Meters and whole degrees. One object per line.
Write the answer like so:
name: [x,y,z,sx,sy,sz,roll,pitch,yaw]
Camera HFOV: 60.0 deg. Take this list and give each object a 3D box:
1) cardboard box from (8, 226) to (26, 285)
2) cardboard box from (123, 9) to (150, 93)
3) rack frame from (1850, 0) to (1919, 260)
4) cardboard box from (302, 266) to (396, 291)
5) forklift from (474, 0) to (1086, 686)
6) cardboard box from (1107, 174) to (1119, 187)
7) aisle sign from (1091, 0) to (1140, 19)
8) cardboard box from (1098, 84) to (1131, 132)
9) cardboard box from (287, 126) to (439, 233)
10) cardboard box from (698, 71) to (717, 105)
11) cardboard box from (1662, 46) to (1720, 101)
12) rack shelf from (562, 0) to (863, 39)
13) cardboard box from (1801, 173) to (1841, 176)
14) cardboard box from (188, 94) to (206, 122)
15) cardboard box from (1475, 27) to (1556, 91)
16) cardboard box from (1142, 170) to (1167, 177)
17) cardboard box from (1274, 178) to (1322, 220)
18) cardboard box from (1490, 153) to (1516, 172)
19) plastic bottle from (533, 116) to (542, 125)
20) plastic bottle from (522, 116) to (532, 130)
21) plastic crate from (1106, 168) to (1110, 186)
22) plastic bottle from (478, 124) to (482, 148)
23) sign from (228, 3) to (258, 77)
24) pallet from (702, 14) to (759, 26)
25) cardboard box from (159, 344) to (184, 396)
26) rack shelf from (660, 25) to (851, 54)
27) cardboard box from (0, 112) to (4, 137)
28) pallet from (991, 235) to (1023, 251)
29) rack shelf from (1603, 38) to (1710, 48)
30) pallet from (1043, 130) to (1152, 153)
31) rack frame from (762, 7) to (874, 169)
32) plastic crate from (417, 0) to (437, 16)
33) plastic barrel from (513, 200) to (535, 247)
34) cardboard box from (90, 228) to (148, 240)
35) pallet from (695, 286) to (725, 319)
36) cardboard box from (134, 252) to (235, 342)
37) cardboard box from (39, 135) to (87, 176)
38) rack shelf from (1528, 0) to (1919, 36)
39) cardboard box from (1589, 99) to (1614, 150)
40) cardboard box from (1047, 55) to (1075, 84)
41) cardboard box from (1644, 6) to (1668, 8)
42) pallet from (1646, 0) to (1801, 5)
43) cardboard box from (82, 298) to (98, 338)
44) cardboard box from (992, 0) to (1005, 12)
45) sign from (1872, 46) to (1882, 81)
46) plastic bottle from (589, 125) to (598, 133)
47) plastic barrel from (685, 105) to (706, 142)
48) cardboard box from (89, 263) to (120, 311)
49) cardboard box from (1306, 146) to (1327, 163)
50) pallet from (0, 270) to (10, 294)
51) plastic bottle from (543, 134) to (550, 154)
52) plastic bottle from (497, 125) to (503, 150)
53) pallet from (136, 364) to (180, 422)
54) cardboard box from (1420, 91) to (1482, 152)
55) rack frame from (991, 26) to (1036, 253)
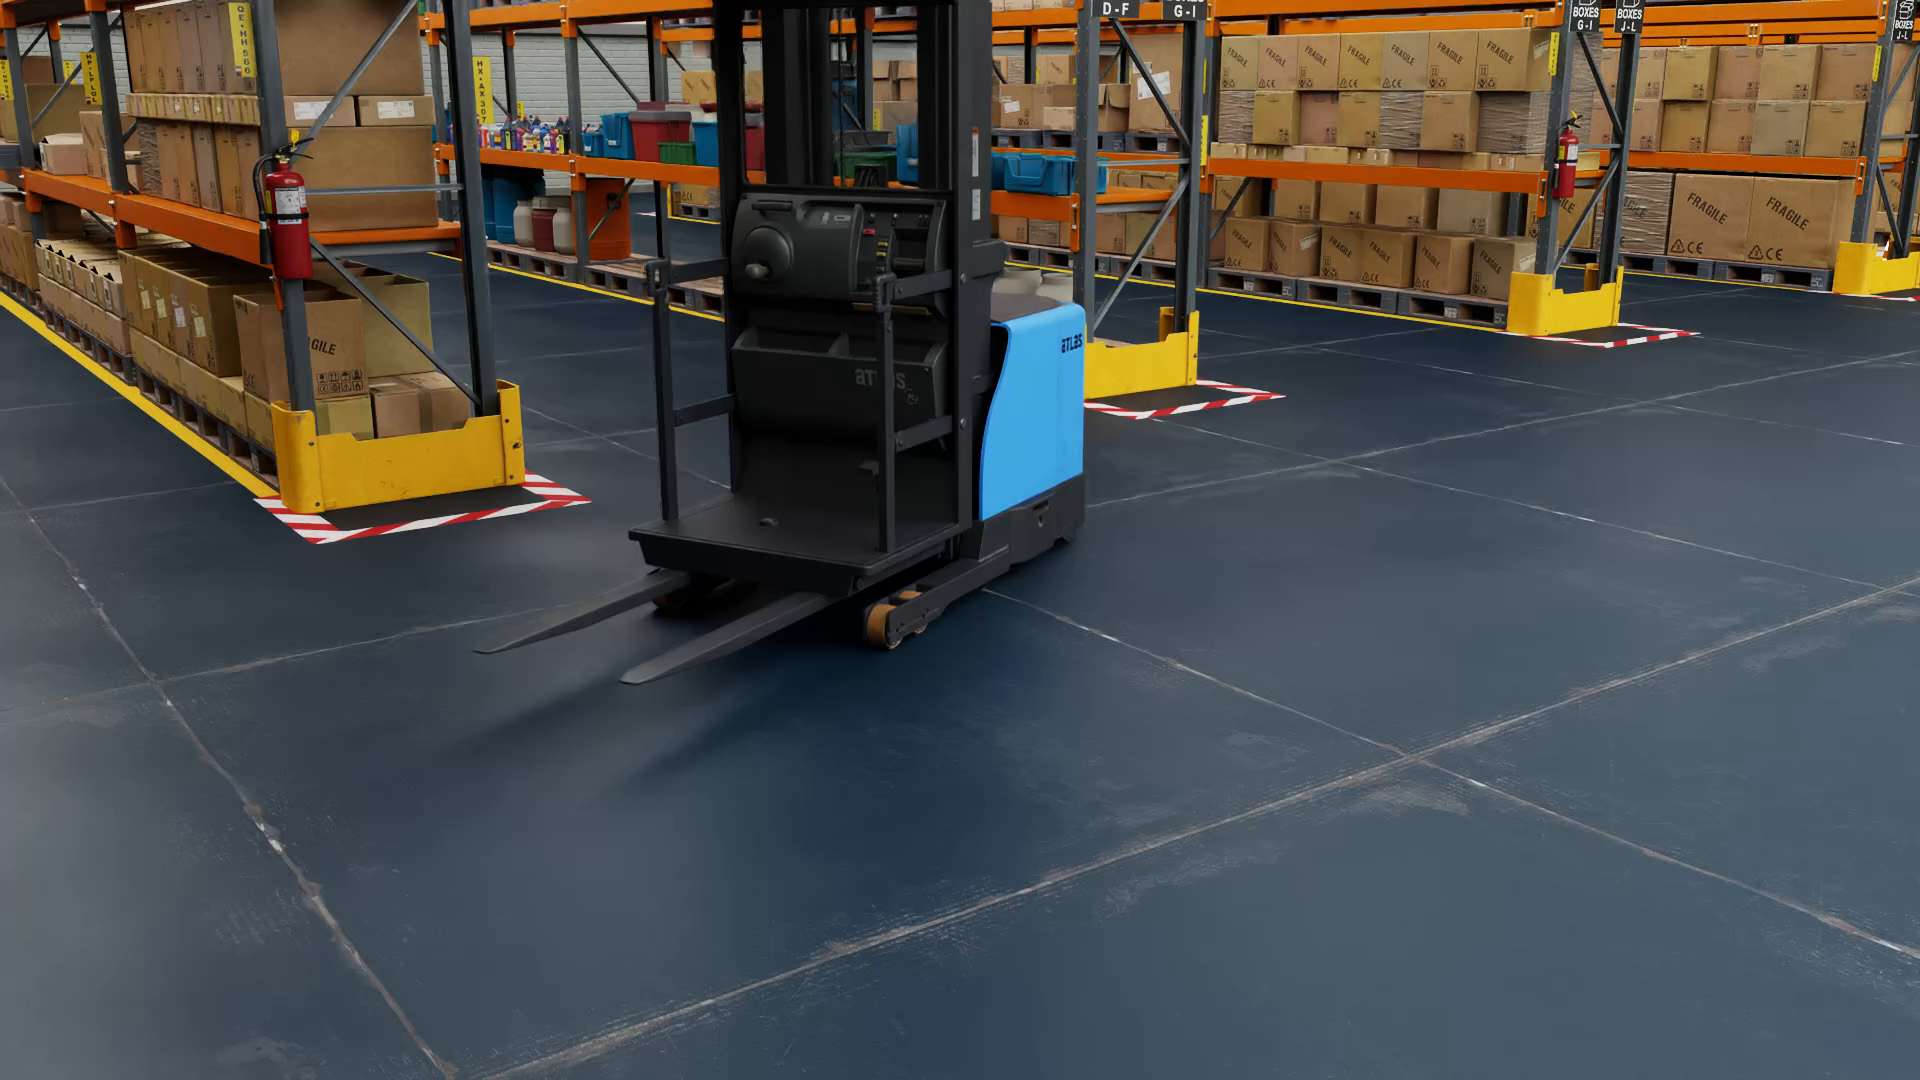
cardboard box: [-8.582,-2.687,15.615,0.500,0.500,0.500,-12,19,-37]
cardboard box: [-4.920,-3.133,10.695,0.700,0.500,0.500,-11,19,-34]
rack frame: [9.253,-3.984,16.450,1.000,3.000,0.127,-11,19,-35]
cardboard box: [-3.569,-1.297,9.626,0.500,0.500,0.500,-11,19,-35]
forklift: [-0.575,-1.149,6.222,1.130,2.935,3.031,8,17,27]
cardboard box: [2.417,-5.344,25.360,0.500,0.500,0.500,-10,18,-32]
aisle sign: [0.977,-3.659,10.339,0.394,0.787,0.004,-11,19,-35]
cardboard box: [1.735,-4.698,18.068,0.797,0.503,0.637,-9,18,-29]
cardboard box: [-3.098,-1.849,8.459,0.700,0.500,0.500,-11,19,-35]
cardboard box: [-3.559,-6.724,24.762,0.500,0.500,0.500,-11,19,-36]
cardboard box: [8.032,-4.999,17.830,0.875,0.550,0.500,-11,19,-35]
rack shelf: [-2.353,-4.848,15.287,1.077,0.370,4.000,-11,19,-35]
cardboard box: [11.298,-4.586,21.641,0.500,0.500,0.500,-10,18,-32]
cardboard box: [-4.126,-2.443,9.401,0.380,0.149,0.250,-11,19,-35]
cardboard box: [4.658,-3.989,13.821,0.500,0.500,0.500,-11,19,-35]
cardboard box: [3.029,-5.483,24.447,0.500,0.250,0.500,-10,18,-32]
cardboard box: [4.834,-4.666,22.407,1.050,0.750,0.750,-11,19,-35]
cardboard box: [4.700,-3.197,14.050,0.380,0.149,0.250,-11,19,-35]
plastic bottle: [-4.967,-4.821,19.600,0.144,0.351,0.185,-11,19,-35]
plastic bottle: [-5.084,-4.798,19.518,0.144,0.351,0.185,-11,19,-35]
plastic crate: [0.909,-2.581,11.823,0.298,0.136,0.250,-11,19,-35]
plastic bottle: [-5.488,-4.639,19.064,0.061,0.283,0.133,-11,19,-35]
sign: [-3.281,-2.290,7.620,0.100,0.325,0.005,-11,19,-35]
pallet: [-3.060,-7.639,24.289,1.003,0.211,1.213,-11,19,-35]
cardboard box: [-4.579,-1.068,10.210,0.500,0.250,0.500,-11,19,-35]
rack shelf: [-3.050,-7.325,24.338,1.077,0.370,4.000,-11,19,-35]
cardboard box: [-8.801,-4.144,16.051,0.500,0.500,0.700,12,19,38]
pallet: [0.075,-3.779,20.984,1.003,0.211,1.213,-11,19,-35]
rack shelf: [11.330,-8.780,29.655,1.077,0.370,4.000,-11,19,-35]
pallet: [1.675,-4.435,18.462,1.003,0.211,1.213,-11,19,-35]
rack frame: [-1.177,-3.321,14.028,1.000,3.000,0.127,-11,19,-35]
plastic crate: [-6.374,-6.417,20.061,0.450,0.188,0.662,-11,19,-35]
plastic barrel: [-4.899,-3.627,19.065,0.421,0.512,0.421,0,15,0]
cardboard box: [-7.574,-2.555,15.132,0.500,0.500,0.500,-10,18,-32]
pallet: [-1.670,-2.138,14.987,1.003,0.211,1.213,-11,19,-35]
cardboard box: [-4.866,-1.538,10.505,0.500,0.500,0.500,-11,19,-35]
cardboard box: [-7.169,-3.143,13.547,0.500,0.311,0.500,-11,19,-35]
rack shelf: [8.077,-5.511,17.709,1.077,0.370,4.000,-11,19,-35]
cardboard box: [7.469,-4.720,18.854,0.875,0.550,0.550,-11,19,-35]
cardboard box: [1.702,-7.279,25.841,0.500,0.500,0.500,-12,19,-36]
cardboard box: [9.792,-7.525,23.195,0.500,0.250,0.500,-11,19,-34]
pallet: [8.087,-5.806,17.591,1.003,0.211,1.213,-11,19,-35]
cardboard box: [-6.261,-1.690,12.483,0.500,0.250,0.500,-10,18,-33]
cardboard box: [0.548,-6.179,19.070,0.500,0.250,0.500,-10,18,-34]
sign: [8.806,-4.575,15.969,0.100,0.325,0.005,-11,19,-35]
plastic bottle: [-4.054,-4.461,18.438,0.097,0.271,0.097,0,15,0]
plastic barrel: [-2.504,-3.953,16.124,0.421,0.512,0.421,0,15,0]
cardboard box: [-5.967,-1.852,12.011,0.500,0.311,0.500,-10,18,-33]
cardboard box: [3.467,-3.613,15.570,0.380,0.149,0.250,-11,19,-35]
pallet: [-9.381,-2.748,17.218,1.003,0.211,1.213,-11,19,-35]
plastic bottle: [-4.358,-4.197,17.605,0.097,0.201,0.097,0,15,0]
plastic bottle: [-5.133,-4.512,18.624,0.097,0.271,0.097,0,15,0]
pallet: [-4.752,-1.032,10.946,1.003,0.211,1.213,-11,19,-35]
cardboard box: [4.489,-3.637,14.430,0.875,0.500,0.500,-11,19,-35]
rack frame: [0.477,-4.944,19.958,1.000,3.000,0.127,-11,19,-35]
